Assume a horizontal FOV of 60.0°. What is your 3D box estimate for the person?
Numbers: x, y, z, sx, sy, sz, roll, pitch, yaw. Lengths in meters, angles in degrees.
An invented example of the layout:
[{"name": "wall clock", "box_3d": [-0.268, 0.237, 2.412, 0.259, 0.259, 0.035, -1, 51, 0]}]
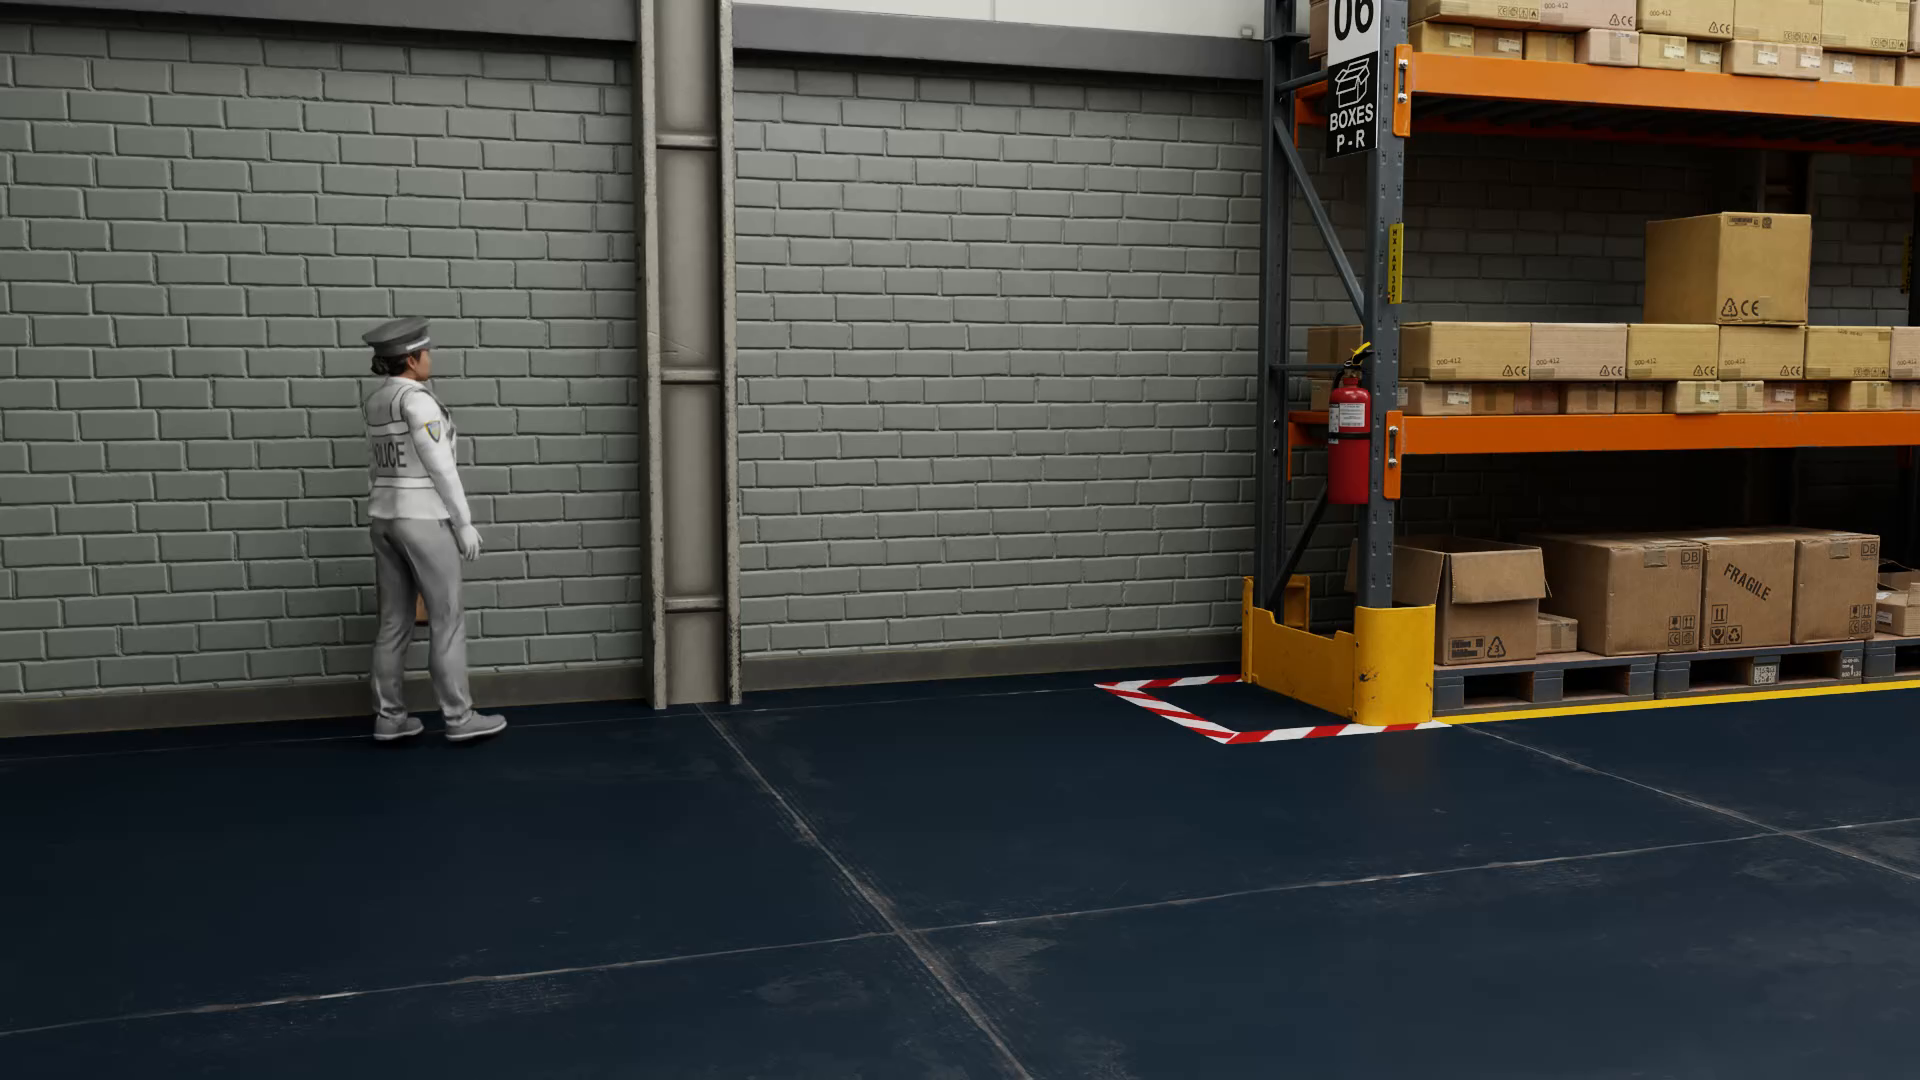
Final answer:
[{"name": "person", "box_3d": [-2.119, -0.043, 6.643, 0.512, 1.696, 0.476, 5, 8, 42]}]
